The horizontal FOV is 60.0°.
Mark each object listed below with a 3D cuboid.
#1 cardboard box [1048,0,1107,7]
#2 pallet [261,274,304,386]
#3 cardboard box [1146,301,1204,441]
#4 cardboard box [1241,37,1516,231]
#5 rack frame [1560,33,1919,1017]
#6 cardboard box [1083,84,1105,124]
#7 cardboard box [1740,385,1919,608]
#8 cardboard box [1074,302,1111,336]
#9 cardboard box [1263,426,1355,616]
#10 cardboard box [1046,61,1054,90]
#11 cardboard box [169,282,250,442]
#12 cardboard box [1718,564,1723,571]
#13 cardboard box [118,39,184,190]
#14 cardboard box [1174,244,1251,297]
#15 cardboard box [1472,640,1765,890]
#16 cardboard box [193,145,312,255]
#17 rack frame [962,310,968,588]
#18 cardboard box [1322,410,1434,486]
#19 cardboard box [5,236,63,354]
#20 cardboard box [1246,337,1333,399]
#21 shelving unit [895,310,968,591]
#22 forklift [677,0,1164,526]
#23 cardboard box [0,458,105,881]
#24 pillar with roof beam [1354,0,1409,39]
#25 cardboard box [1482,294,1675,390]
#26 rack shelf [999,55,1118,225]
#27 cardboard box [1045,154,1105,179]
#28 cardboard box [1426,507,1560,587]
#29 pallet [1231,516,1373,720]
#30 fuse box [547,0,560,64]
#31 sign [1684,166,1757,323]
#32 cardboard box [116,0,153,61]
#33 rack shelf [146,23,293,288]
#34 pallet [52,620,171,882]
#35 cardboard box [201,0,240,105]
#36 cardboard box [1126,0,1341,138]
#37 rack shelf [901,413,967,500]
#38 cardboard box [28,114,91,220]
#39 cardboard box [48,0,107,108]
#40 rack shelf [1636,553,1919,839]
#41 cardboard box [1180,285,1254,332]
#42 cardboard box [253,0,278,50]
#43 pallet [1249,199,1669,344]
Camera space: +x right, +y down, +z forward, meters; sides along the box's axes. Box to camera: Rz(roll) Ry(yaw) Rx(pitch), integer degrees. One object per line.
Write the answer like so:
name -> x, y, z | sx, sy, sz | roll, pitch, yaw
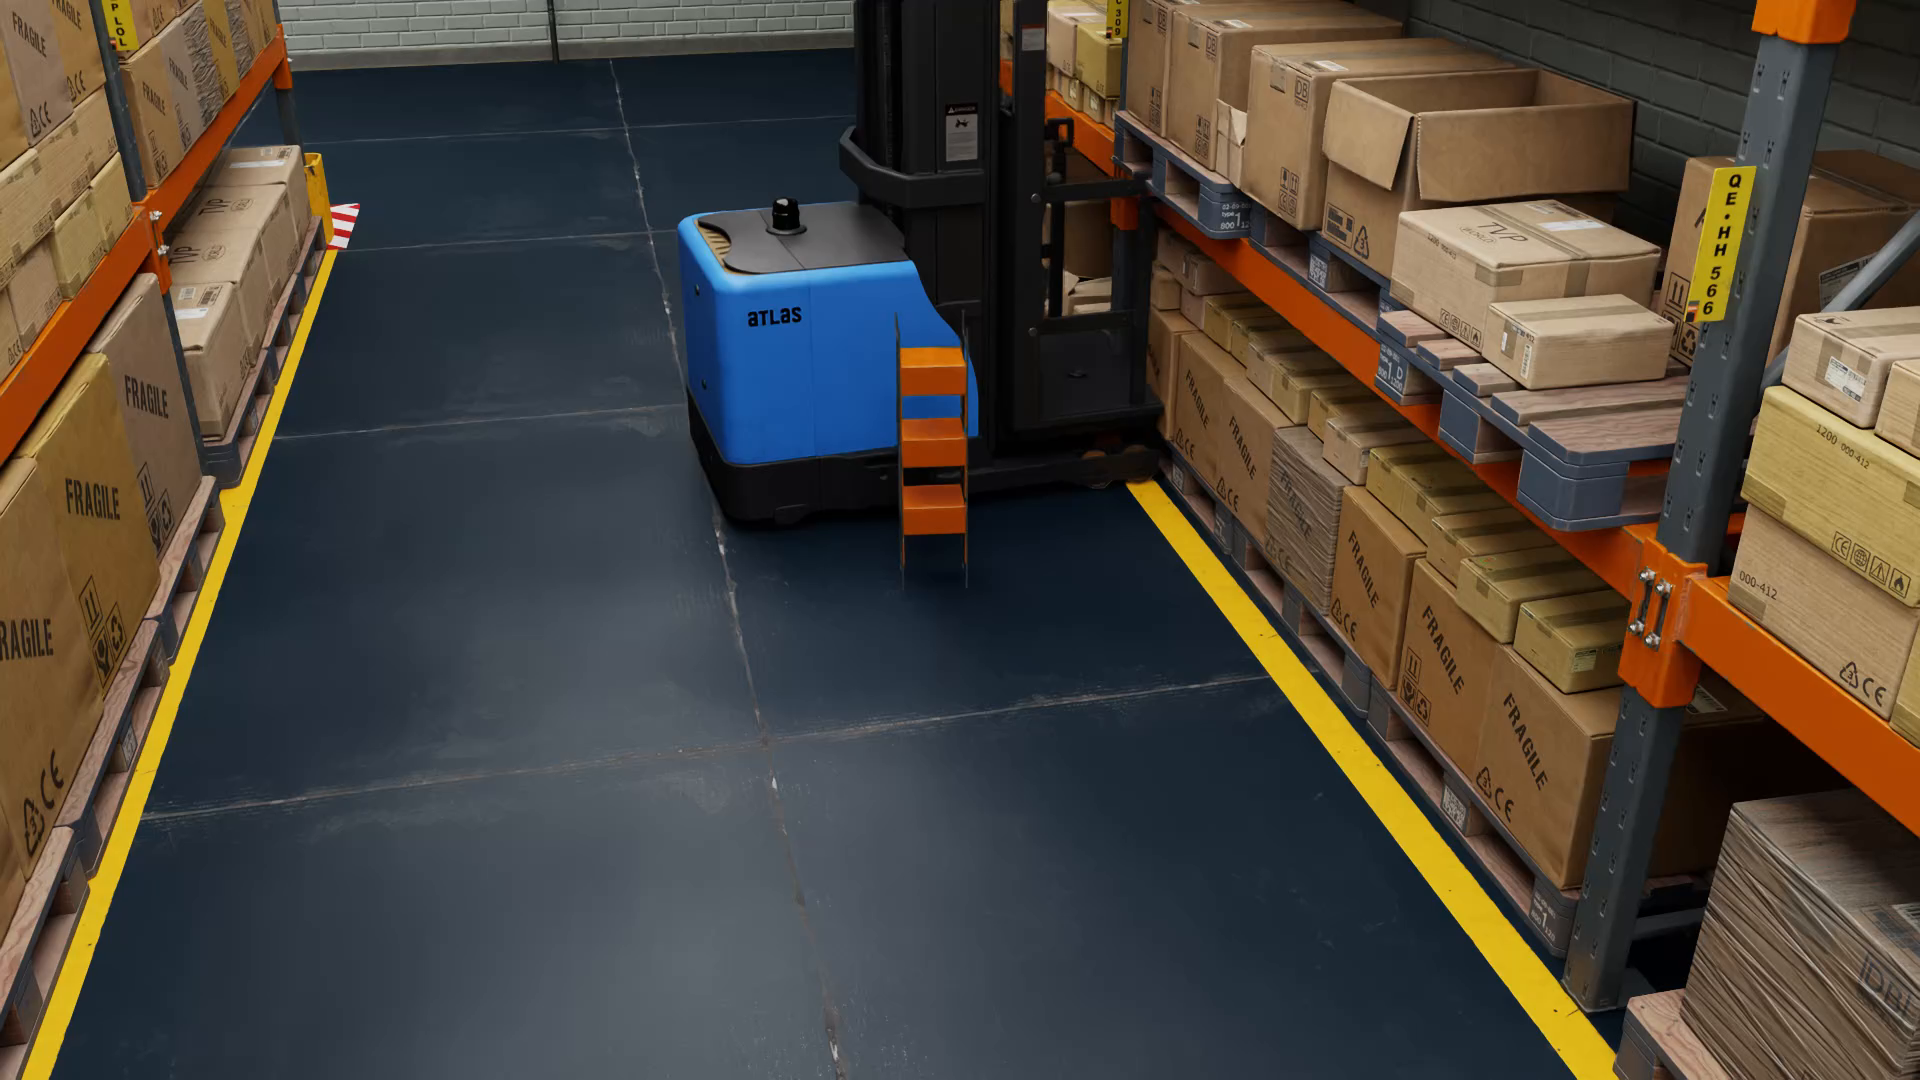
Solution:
cardboard box -> 0.612, -2.642, 8.492 | 0.500, 0.250, 0.500 | -6, 27, -12
pallet -> -4.017, -1.067, 8.629 | 1.003, 0.211, 1.213 | -6, 27, -12
cardboard box -> 1.081, -0.775, 7.265 | 0.500, 0.500, 0.500 | -5, 27, -9
cardboard box -> 1.376, -1.364, 5.547 | 0.700, 0.500, 0.500 | -6, 27, -12
rack frame -> 2.093, -0.183, 3.783 | 1.000, 3.000, 0.127 | -6, 27, -12
cardboard box -> 0.794, -2.053, 7.768 | 0.380, 0.149, 0.250 | -5, 27, -10
cardboard box -> 1.931, -0.117, 3.264 | 0.500, 0.250, 0.500 | -6, 27, -12
cardboard box -> 0.780, -1.068, 8.236 | 0.380, 0.149, 0.250 | -7, 28, -13
cardboard box -> 1.430, -0.095, 5.917 | 0.500, 0.500, 0.500 | -7, 28, -13
cardboard box -> 0.594, -2.392, 8.439 | 0.380, 0.149, 0.250 | -6, 27, -12
cardboard box -> -3.681, -0.763, 7.311 | 0.875, 0.438, 0.875 | -6, 27, -12
cardboard box -> 2.245, 0.076, 4.859 | 0.380, 0.149, 0.250 | -5, 27, -10
cardboard box -> -3.494, -1.710, 6.699 | 0.500, 0.500, 0.500 | -5, 27, -10
cardboard box -> 1.118, -1.139, 6.936 | 0.380, 0.149, 0.250 | -7, 28, -14
cardboard box -> 1.788, 0.582, 4.577 | 0.500, 0.500, 0.500 | -5, 27, -10
cardboard box -> -4.299, -1.953, 9.668 | 0.875, 0.438, 0.875 | -7, 28, -13
rack frame -> 0.018, -0.328, 6.236 | 0.008, 1.050, 0.200 | -2, 27, -4
cardboard box -> 1.463, -0.320, 5.643 | 0.380, 0.149, 0.250 | -7, 28, -14
cardboard box -> -3.088, -0.748, 5.069 | 0.500, 0.250, 0.500 | -7, 28, -13
cardboard box -> 1.315, -0.658, 6.313 | 0.380, 0.149, 0.250 | -6, 27, -12
shelving unit -> -0.104, -0.324, 6.227 | 0.252, 1.050, 0.215 | -2, 27, -4
forklift -> 0.352, -1.745, 6.954 | 3.031, 2.935, 1.130 | -8, 28, -16
cardboard box -> -3.014, 0.380, 4.560 | 0.875, 0.875, 0.875 | -6, 27, -11
pillar with roof beam -> -2.282, -4.577, 5.832 | 9.100, 9.000, 0.400 | -6, 27, -12
cardboard box -> 1.571, -0.508, 4.240 | 0.380, 0.149, 0.250 | -5, 27, -11
rack shelf -> 0.741, -2.496, 9.164 | 1.077, 0.370, 4.000 | -6, 27, -12
cardboard box -> 0.512, -1.867, 9.428 | 0.500, 0.500, 0.500 | -5, 27, -11
cardboard box -> 1.627, 0.028, 4.954 | 0.380, 0.149, 0.250 | -7, 28, -13
pallet -> 1.690, 0.196, 6.128 | 1.003, 0.211, 1.213 | -6, 27, -12
fuse box -> -3.759, -5.236, 15.225 | 0.539, 1.711, 0.414 | -6, 27, -12
sign -> 1.566, -0.605, 3.423 | 0.100, 0.325, 0.005 | -6, 27, -12
cardboard box -> -3.515, -2.158, 6.476 | 0.500, 0.500, 0.500 | -6, 27, -11
rack shelf -> -4.094, -1.990, 8.162 | 1.077, 0.370, 4.000 | -6, 27, -12
pallet -> -3.118, 0.679, 5.170 | 1.003, 0.211, 1.213 | -6, 27, -12
cardboard box -> -3.826, -2.377, 8.019 | 0.500, 0.500, 0.500 | -5, 27, -10
cardboard box -> 1.083, -1.936, 6.680 | 0.700, 0.500, 0.500 | -5, 27, -10
rack shelf -> -0.104, -0.315, 6.232 | 0.240, 0.259, 0.215 | -2, 27, -4
cardboard box -> -3.188, -1.202, 5.414 | 0.500, 0.250, 0.500 | -5, 27, -10
cardboard box -> -3.298, -1.754, 5.675 | 0.500, 0.500, 0.500 | -5, 27, -10
rack shelf -> 2.544, 1.016, 2.206 | 1.077, 0.370, 4.000 | -6, 27, -12
cardboard box -> 1.151, -1.002, 6.994 | 0.380, 0.149, 0.250 | -7, 28, -13
cardboard box -> -4.179, -3.049, 9.351 | 0.500, 0.500, 0.500 | -6, 27, -11
pallet -> 1.650, -0.950, 5.517 | 1.003, 0.211, 1.213 | -6, 27, -12
